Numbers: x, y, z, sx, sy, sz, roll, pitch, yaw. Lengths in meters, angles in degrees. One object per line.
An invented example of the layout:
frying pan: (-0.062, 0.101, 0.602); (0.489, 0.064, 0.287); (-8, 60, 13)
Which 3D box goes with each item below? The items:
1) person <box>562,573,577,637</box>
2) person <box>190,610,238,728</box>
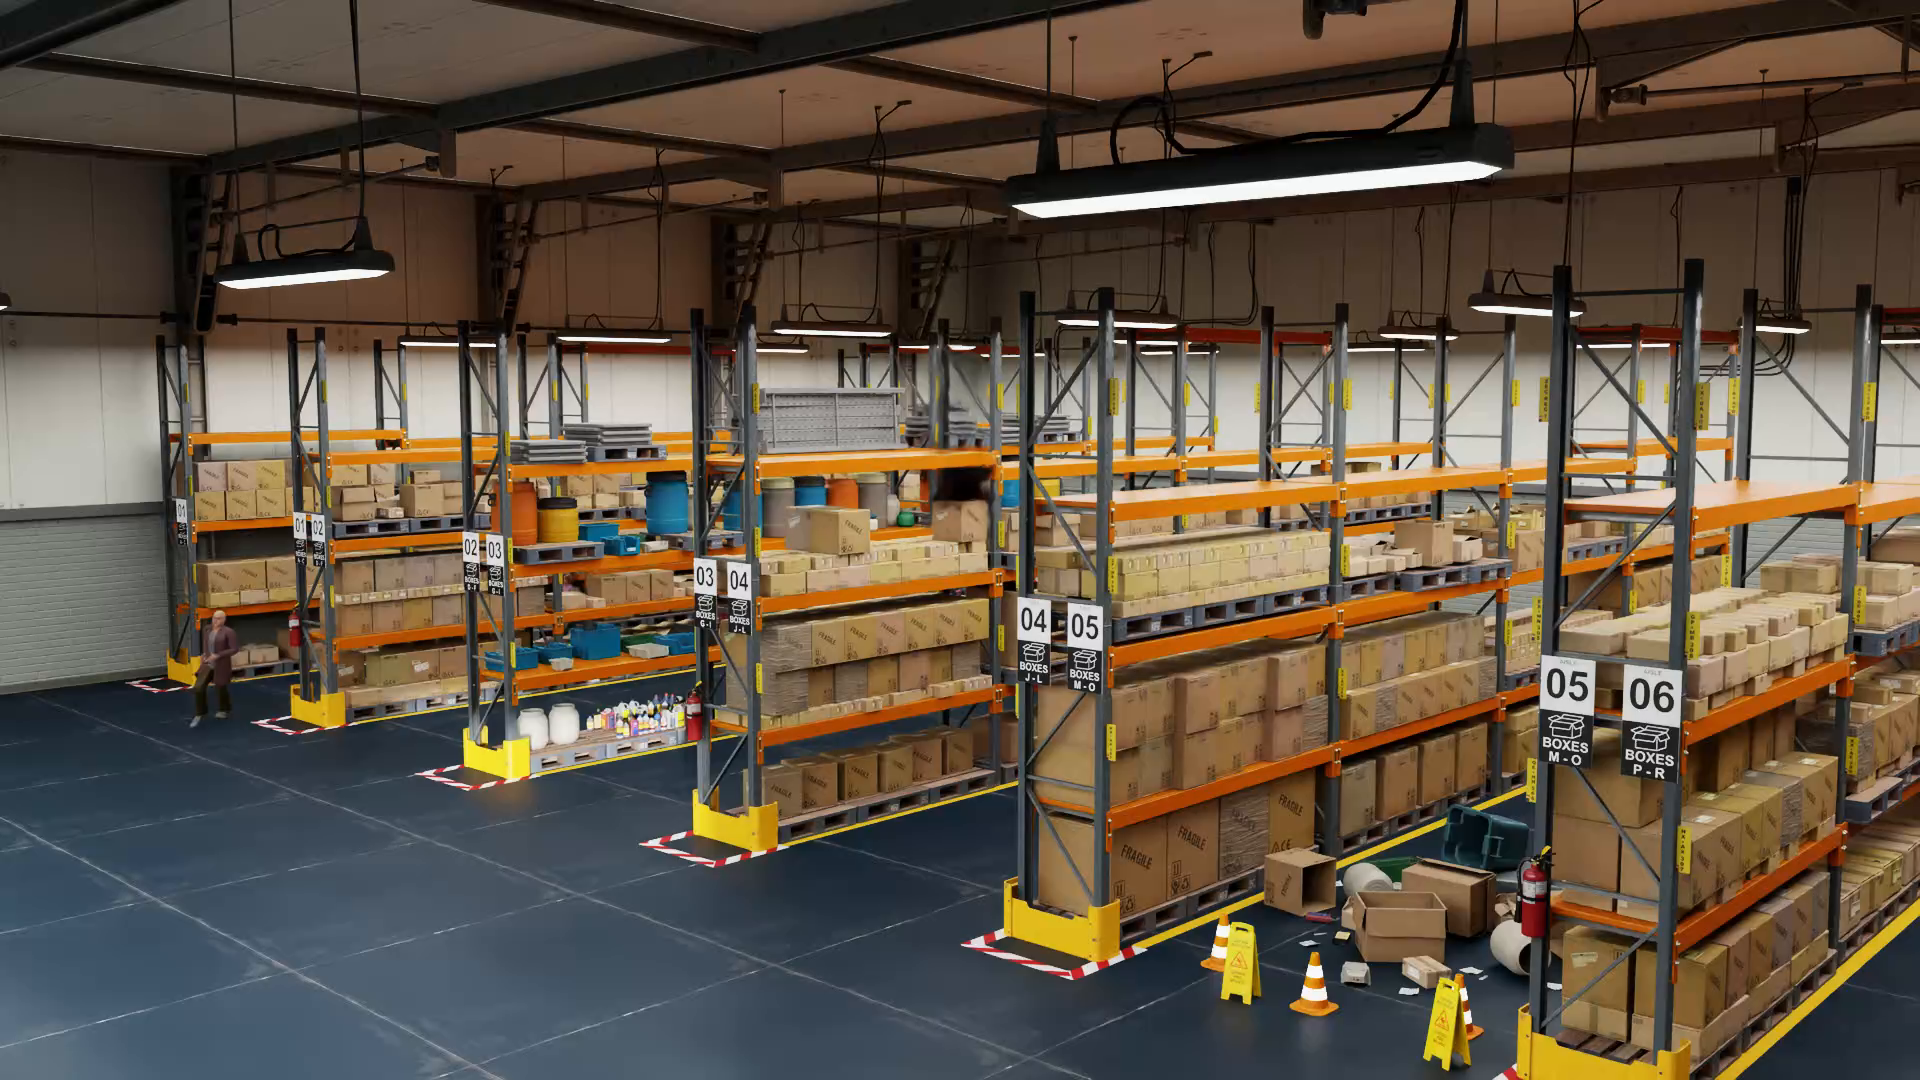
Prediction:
person: (-7.459, 1.411, 31.471); (0.506, 1.592, 0.662); (3, 6, 27)
person: (-11.244, 1.951, 25.235); (0.698, 1.767, 0.821); (1, 5, 9)
